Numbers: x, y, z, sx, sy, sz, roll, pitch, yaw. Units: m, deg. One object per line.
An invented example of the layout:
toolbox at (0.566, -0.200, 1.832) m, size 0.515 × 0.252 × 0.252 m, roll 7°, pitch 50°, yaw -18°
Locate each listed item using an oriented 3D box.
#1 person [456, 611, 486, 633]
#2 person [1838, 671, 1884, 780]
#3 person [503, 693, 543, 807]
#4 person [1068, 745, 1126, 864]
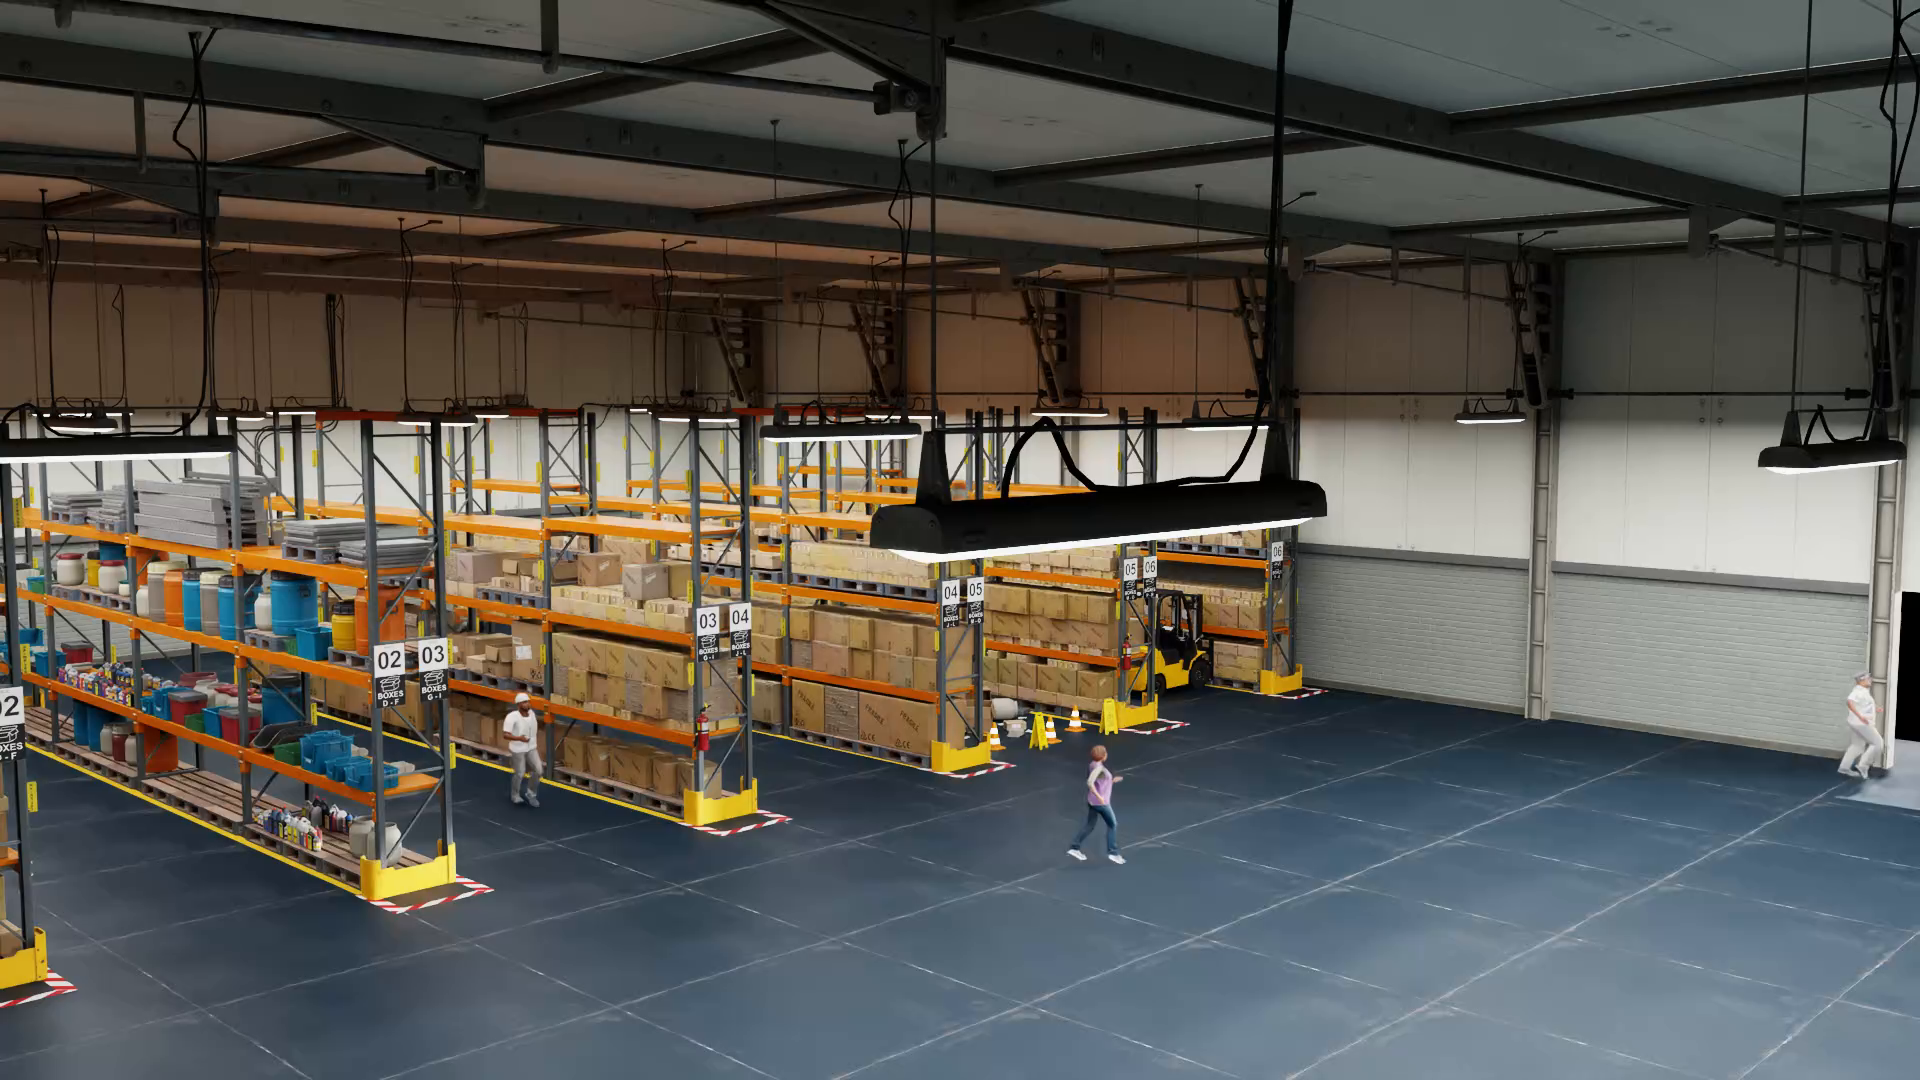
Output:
person at (-10.610, 2.341, 36.013) m, size 0.768 × 1.660 × 0.652 m, roll 4°, pitch 6°, yaw 36°
person at (14.831, 3.055, 27.381) m, size 0.634 × 1.830 × 0.668 m, roll 1°, pitch 5°, yaw 11°
person at (-6.650, 3.221, 25.362) m, size 0.717 × 1.796 × 0.681 m, roll 5°, pitch 7°, yaw 43°
person at (1.840, 3.548, 22.244) m, size 0.785 × 1.627 × 0.518 m, roll -1°, pitch 5°, yaw -15°
